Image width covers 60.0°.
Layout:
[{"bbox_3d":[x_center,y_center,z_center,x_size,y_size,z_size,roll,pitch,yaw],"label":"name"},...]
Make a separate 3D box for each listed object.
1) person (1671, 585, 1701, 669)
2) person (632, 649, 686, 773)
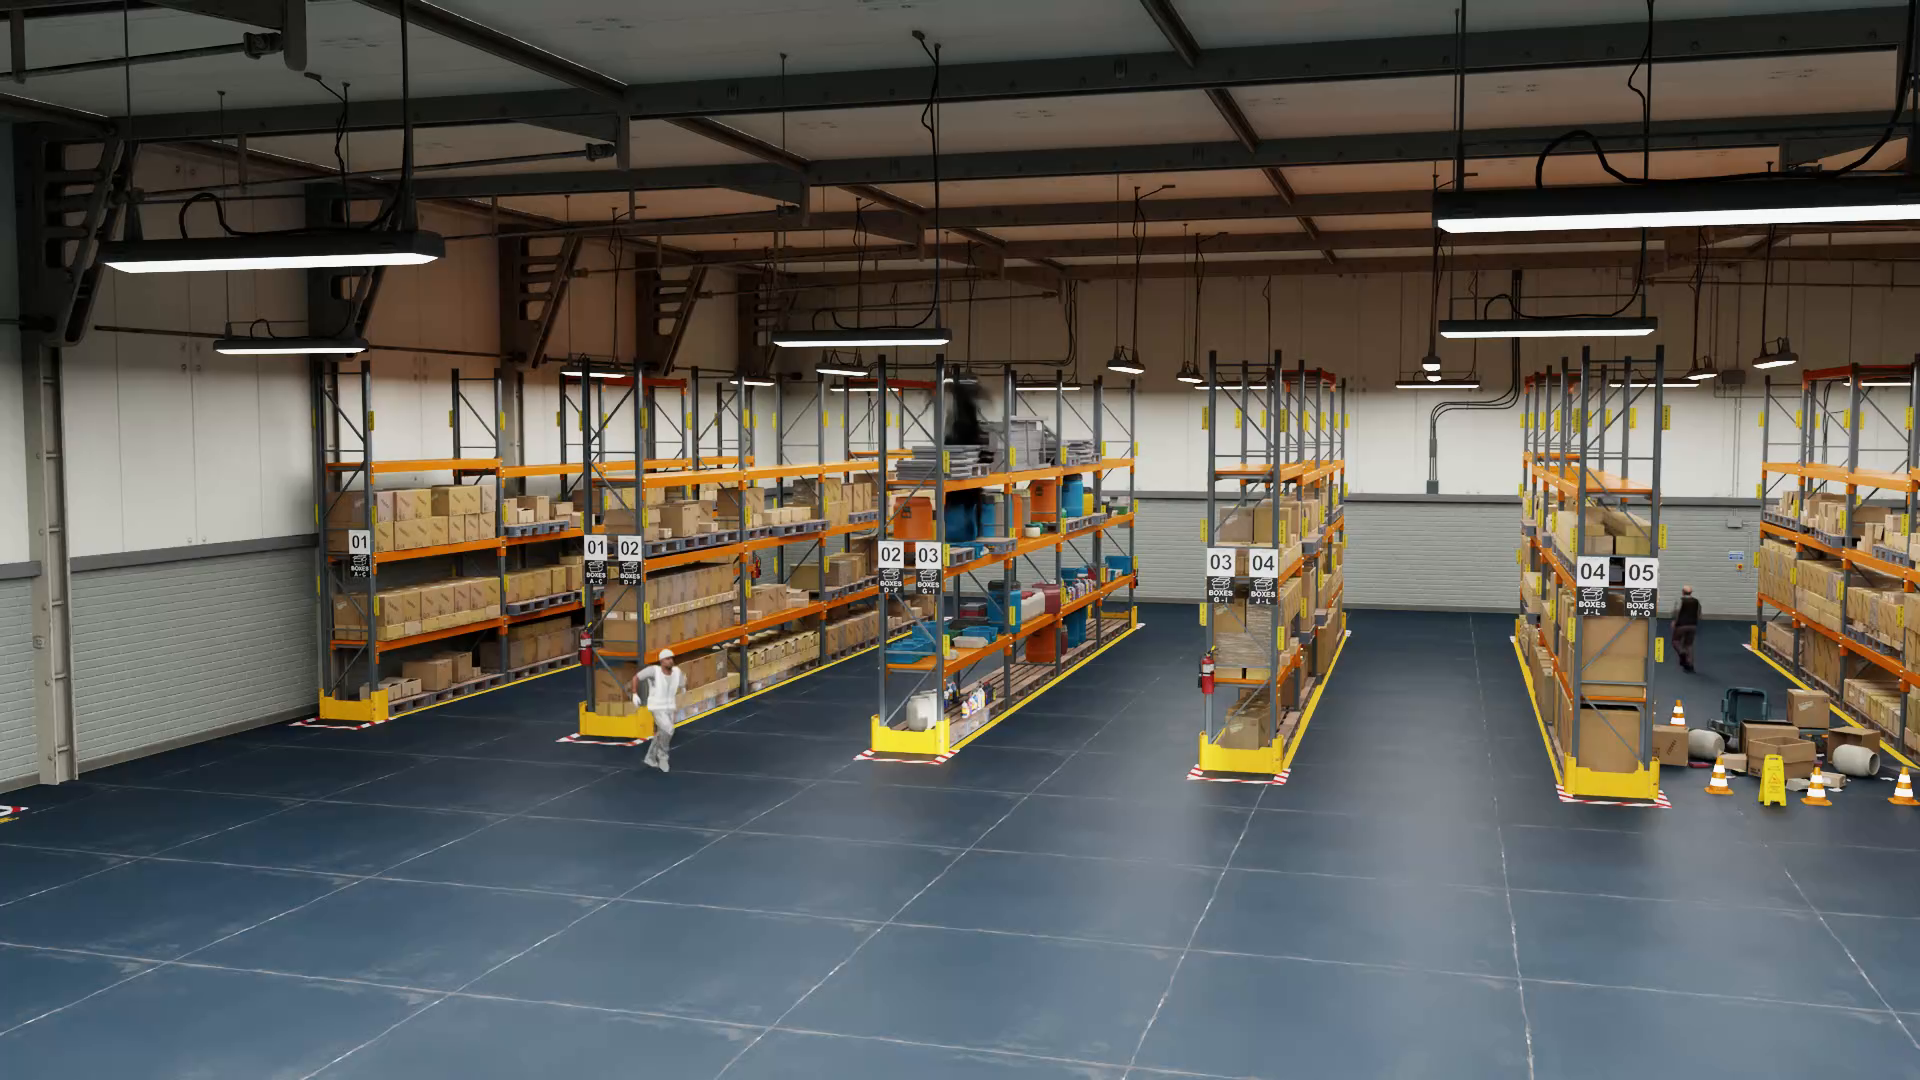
[{"bbox_3d":[14.673,1.755,33.694,0.640,1.673,0.662,0,4,-3],"label":"person"},{"bbox_3d":[-4.240,2.422,23.676,0.718,1.763,0.822,-4,6,-44],"label":"person"}]
